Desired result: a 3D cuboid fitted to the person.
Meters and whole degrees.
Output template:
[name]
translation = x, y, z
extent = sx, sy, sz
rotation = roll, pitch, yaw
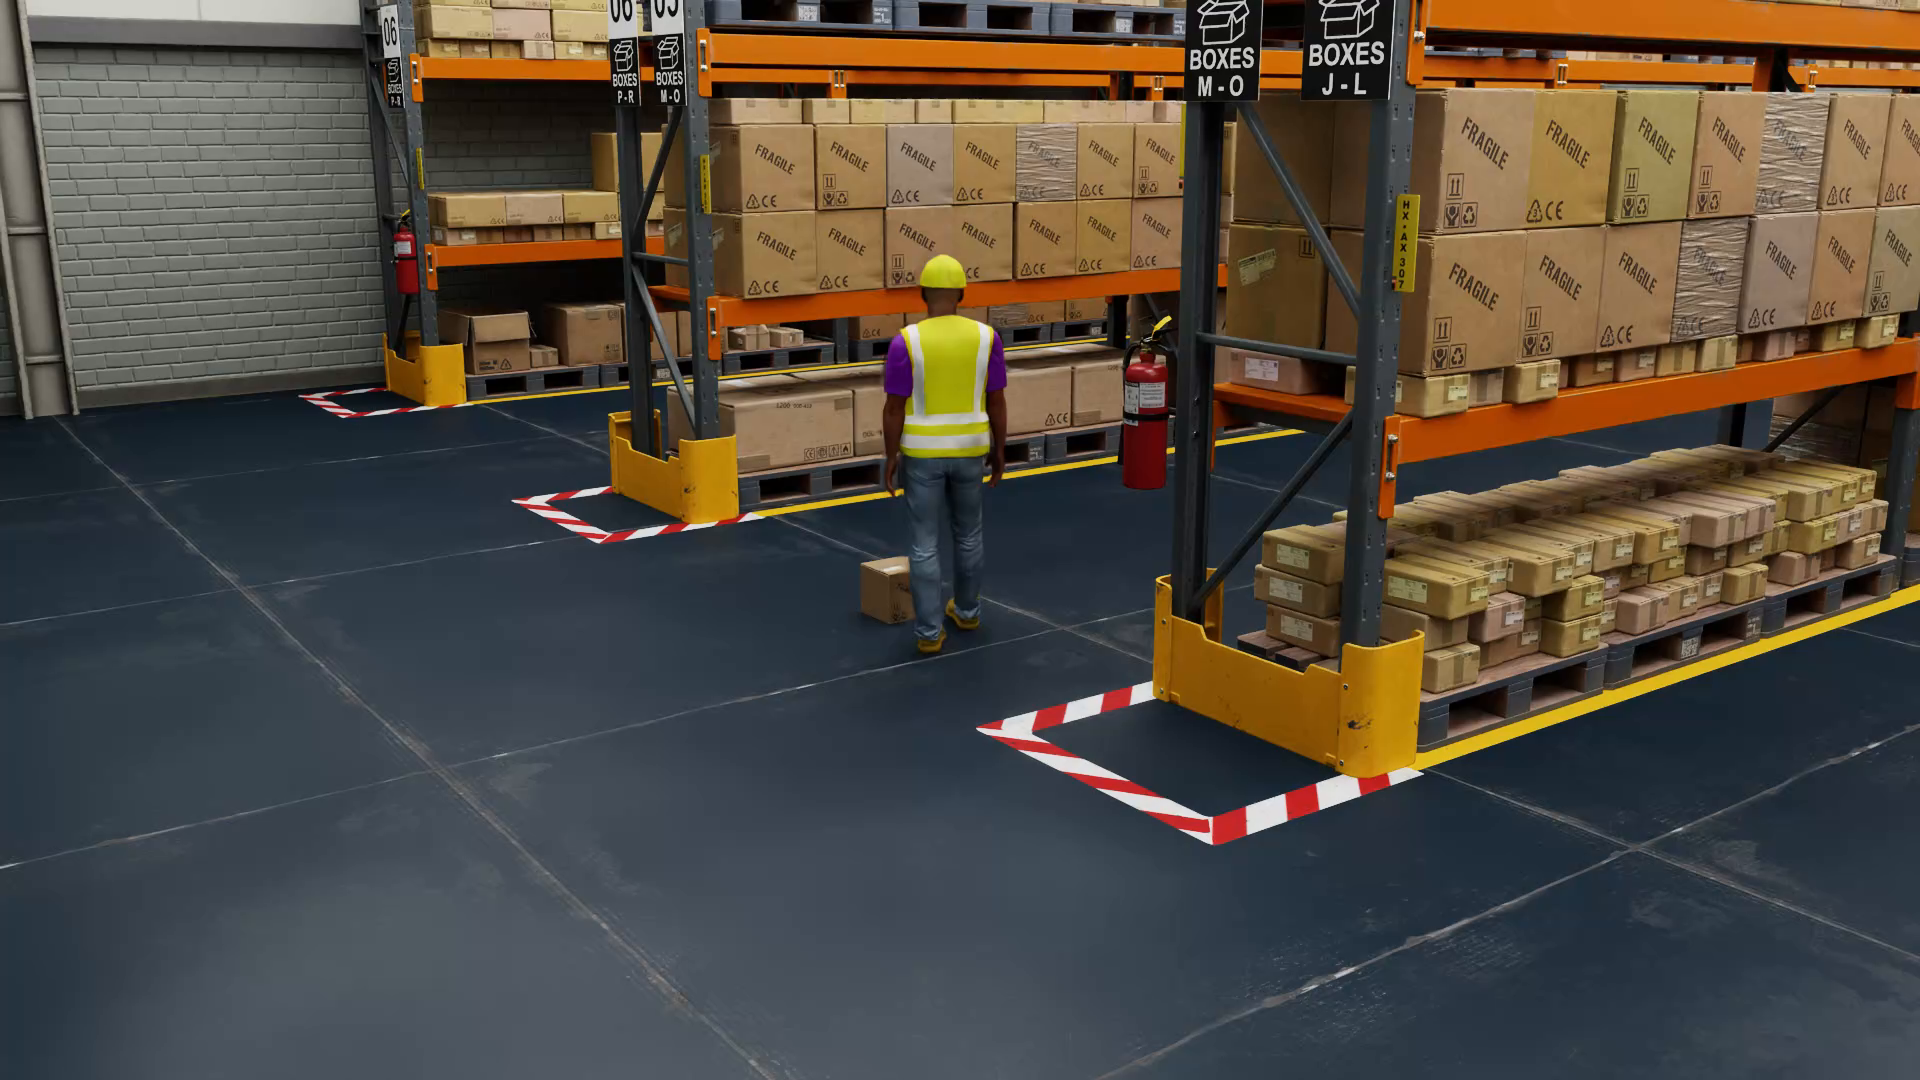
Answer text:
[person]
translation = -0.101, -0.414, 7.564
extent = 0.573, 1.763, 0.610
rotation = -4, 15, -16
